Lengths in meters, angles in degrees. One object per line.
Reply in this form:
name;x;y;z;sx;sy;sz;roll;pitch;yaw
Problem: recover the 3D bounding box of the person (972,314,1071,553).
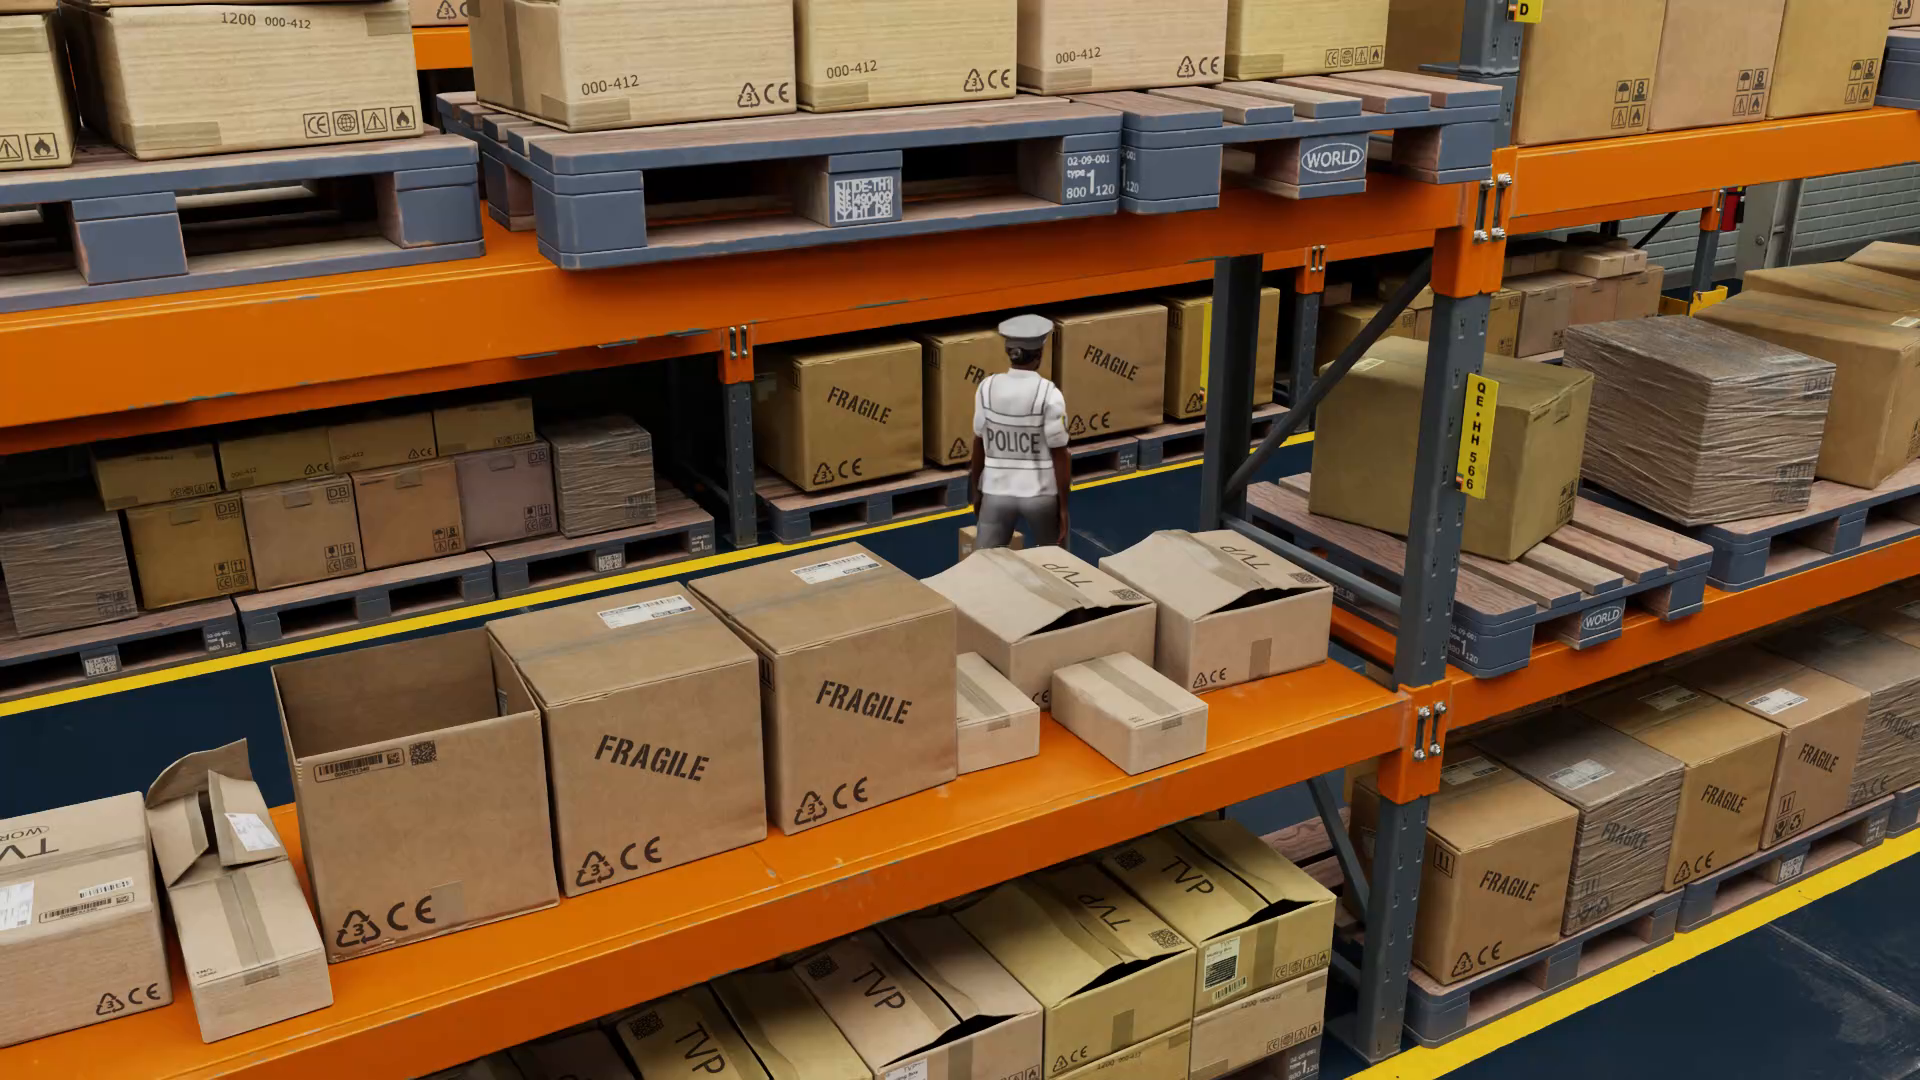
person;0.219;-0.166;7.522;0.542;1.623;0.746;7;23;18
